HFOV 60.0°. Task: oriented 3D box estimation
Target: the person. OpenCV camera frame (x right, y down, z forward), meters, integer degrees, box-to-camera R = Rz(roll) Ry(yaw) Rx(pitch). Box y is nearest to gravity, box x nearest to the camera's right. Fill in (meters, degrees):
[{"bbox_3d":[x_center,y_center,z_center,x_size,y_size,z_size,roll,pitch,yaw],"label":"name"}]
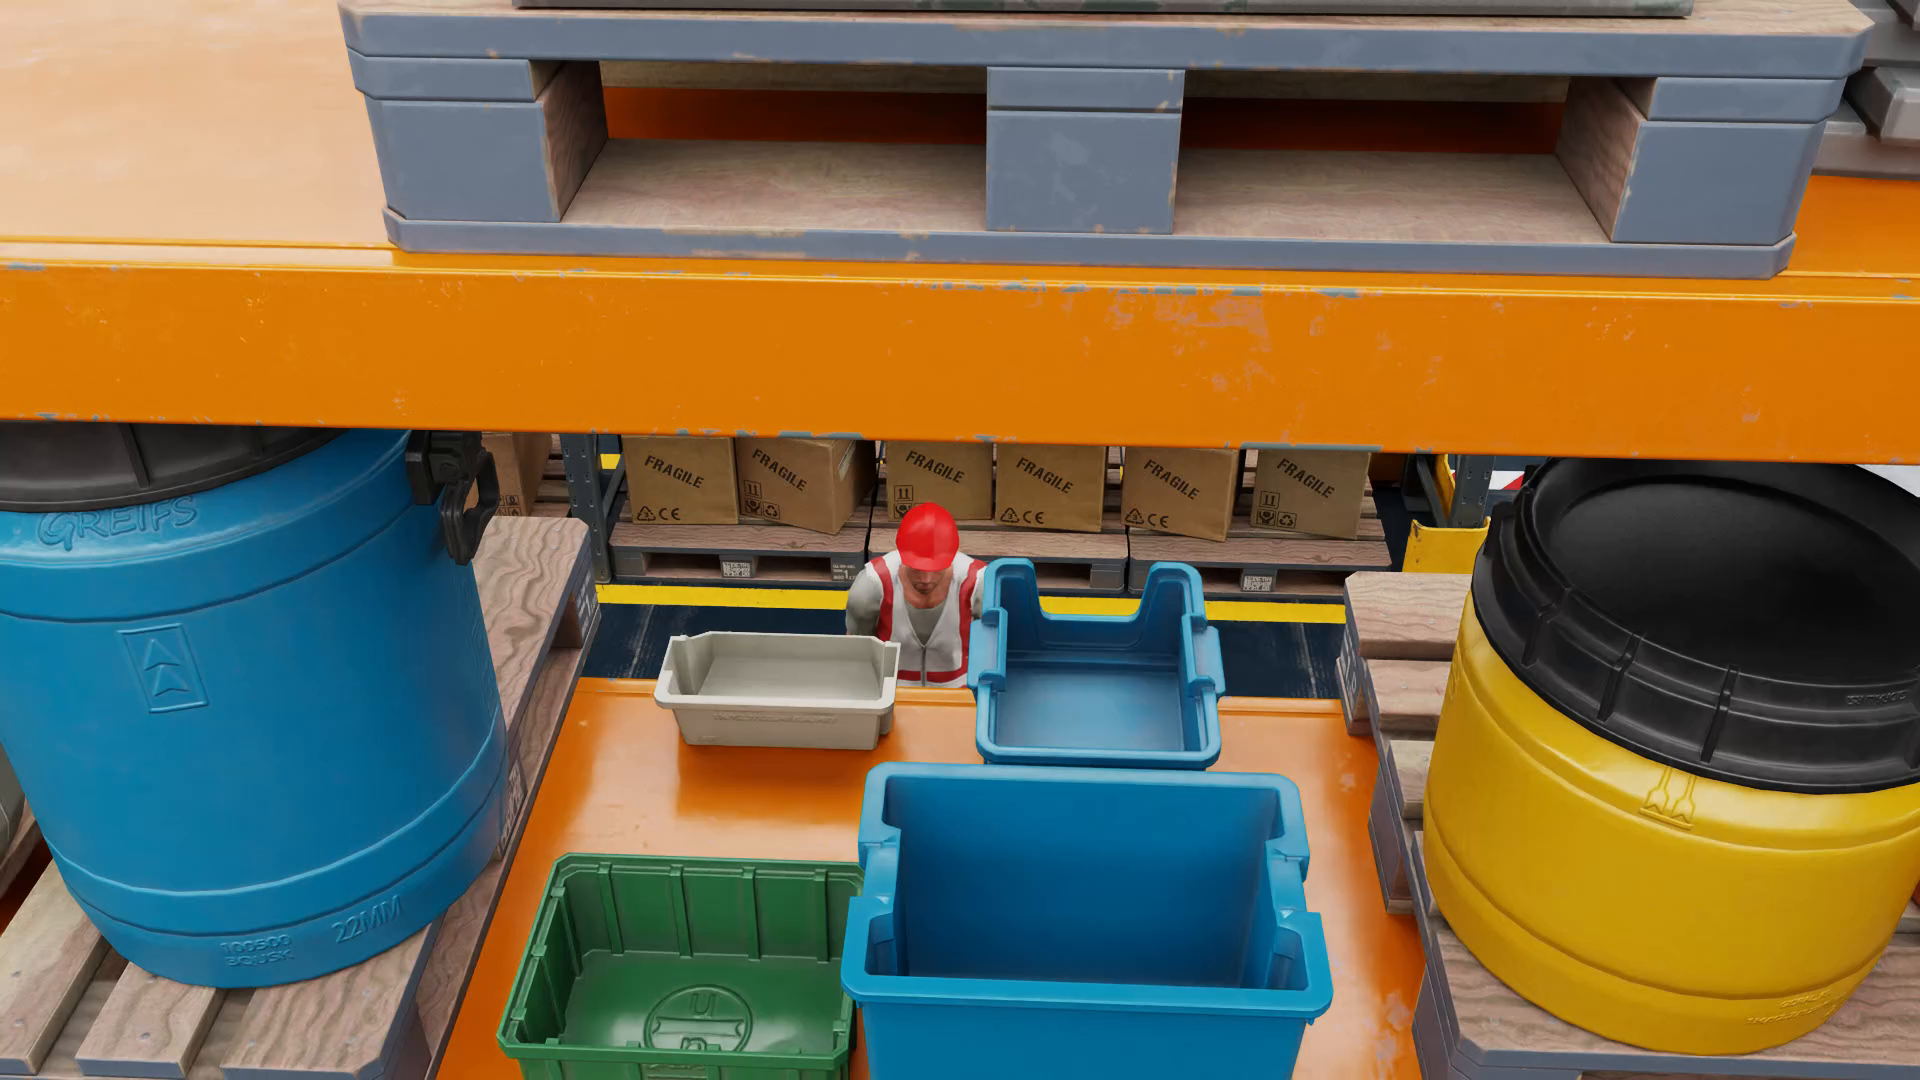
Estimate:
[{"bbox_3d":[-0.126,0.591,5.801,0.604,1.778,0.453,1,35,2],"label":"person"}]
